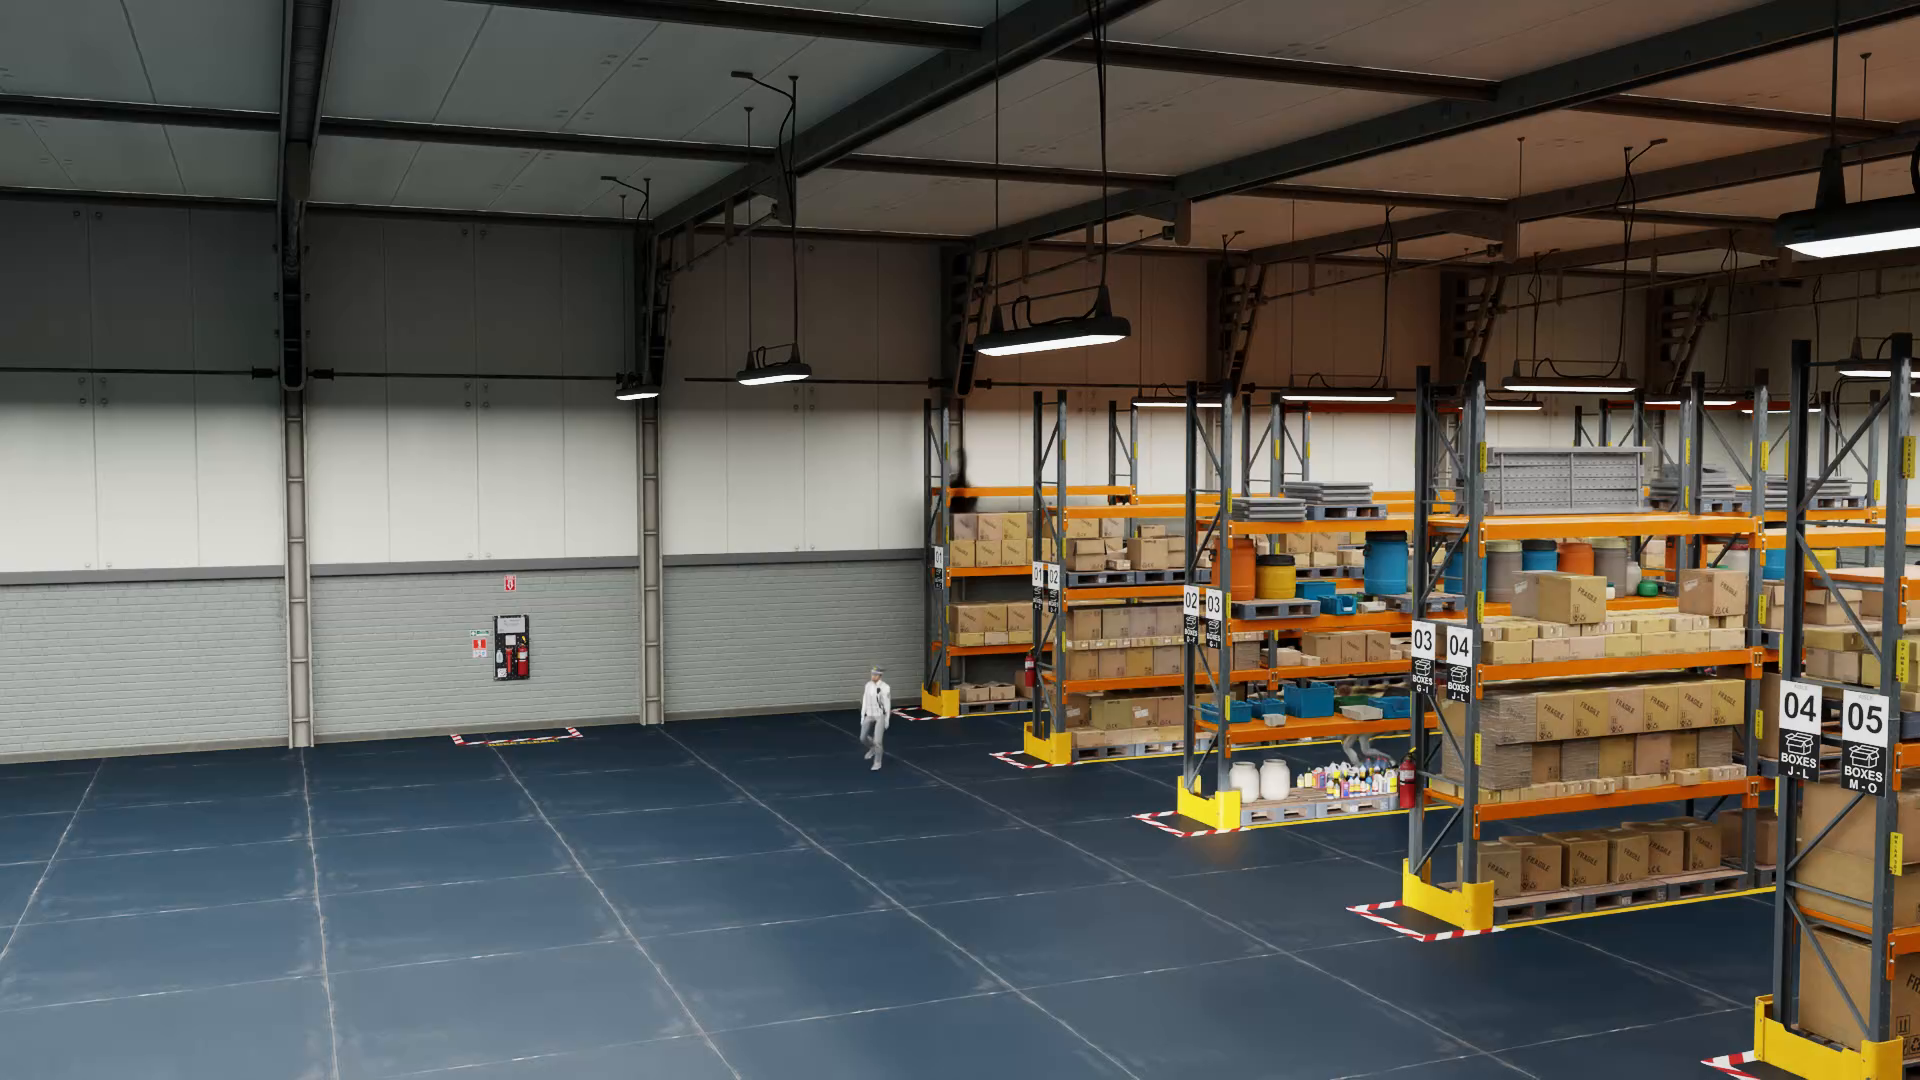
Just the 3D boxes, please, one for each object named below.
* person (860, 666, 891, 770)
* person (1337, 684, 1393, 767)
[{"bbox_3d":[-1.333,2.781,26.324,0.654,1.649,0.564,2,4,32],"label":"person"},{"bbox_3d":[6.245,2.953,25.594,0.916,1.493,0.529,0,3,-5],"label":"person"}]
